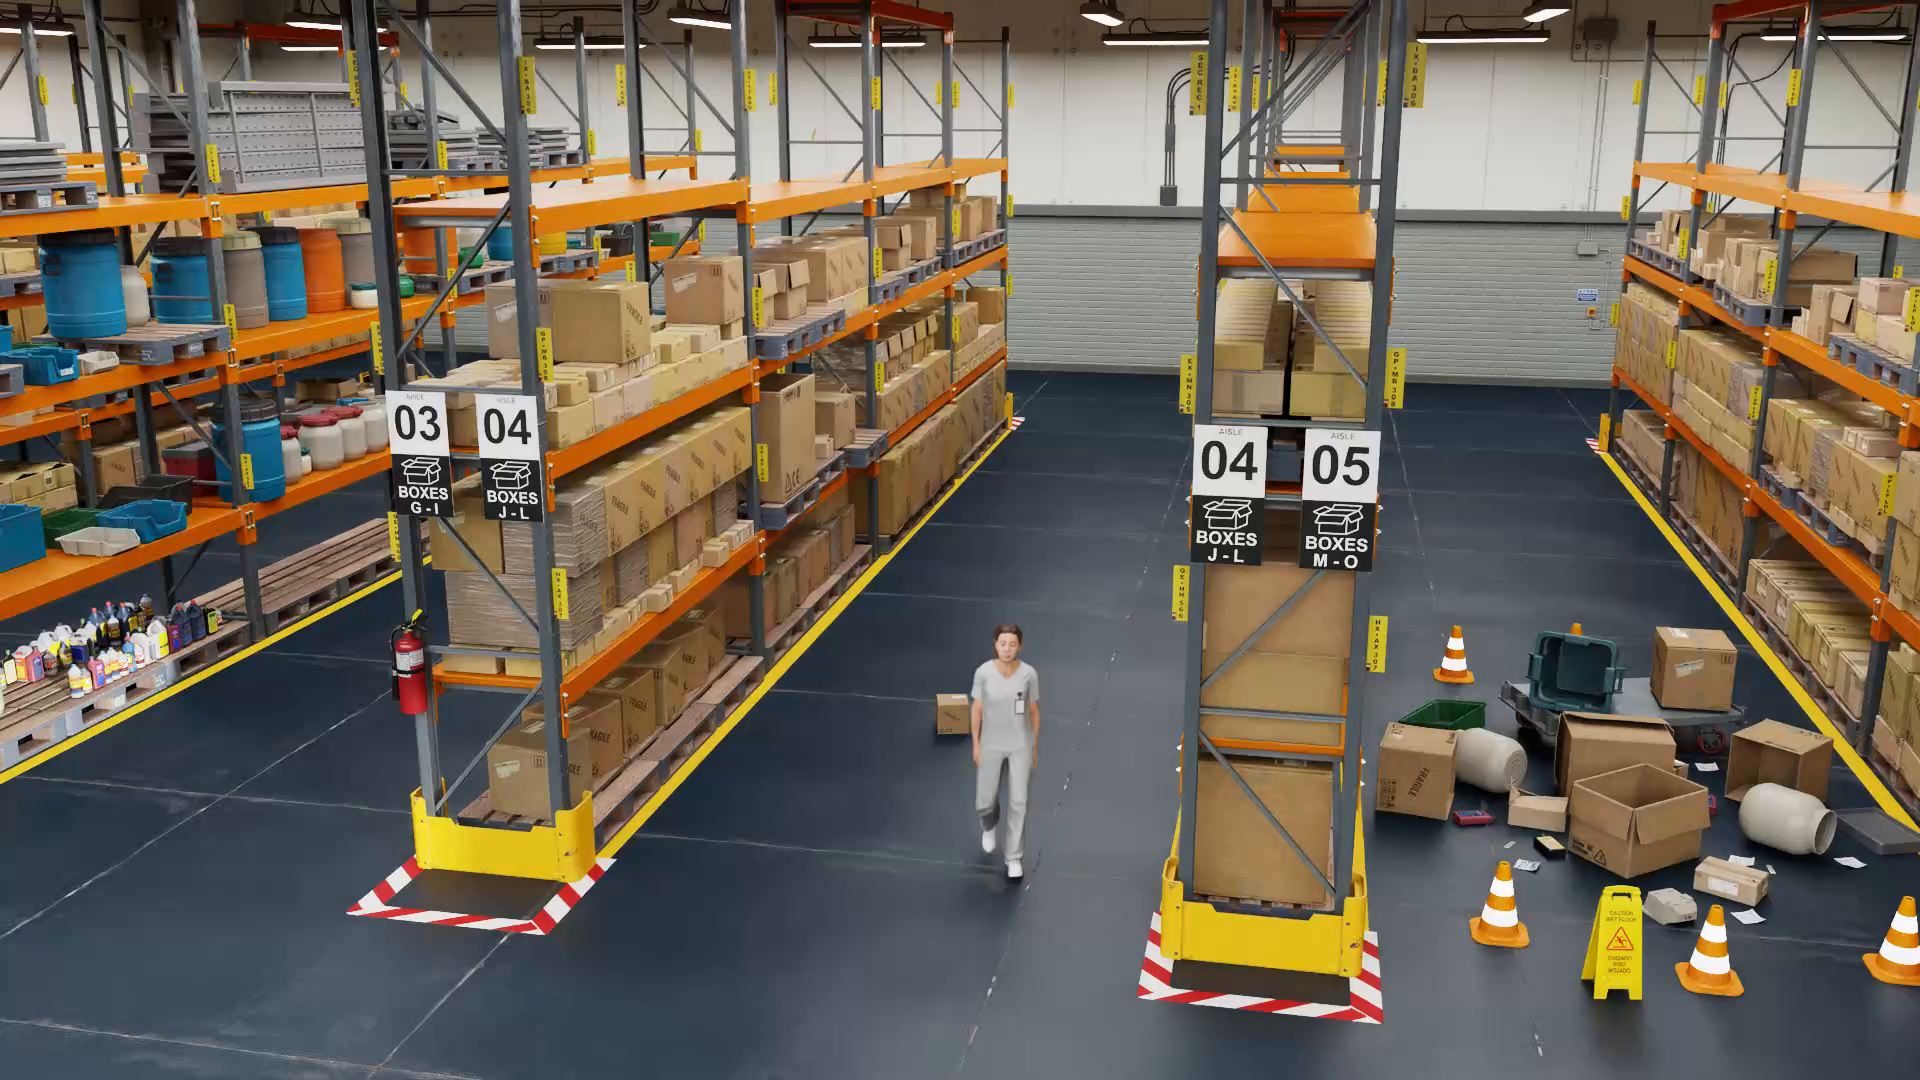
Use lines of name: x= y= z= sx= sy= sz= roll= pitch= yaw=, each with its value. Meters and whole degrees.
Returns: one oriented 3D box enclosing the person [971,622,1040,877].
person: x=0.295 y=1.342 z=10.831 sx=0.448 sy=1.654 sz=0.532 roll=-1 pitch=15 yaw=-3
